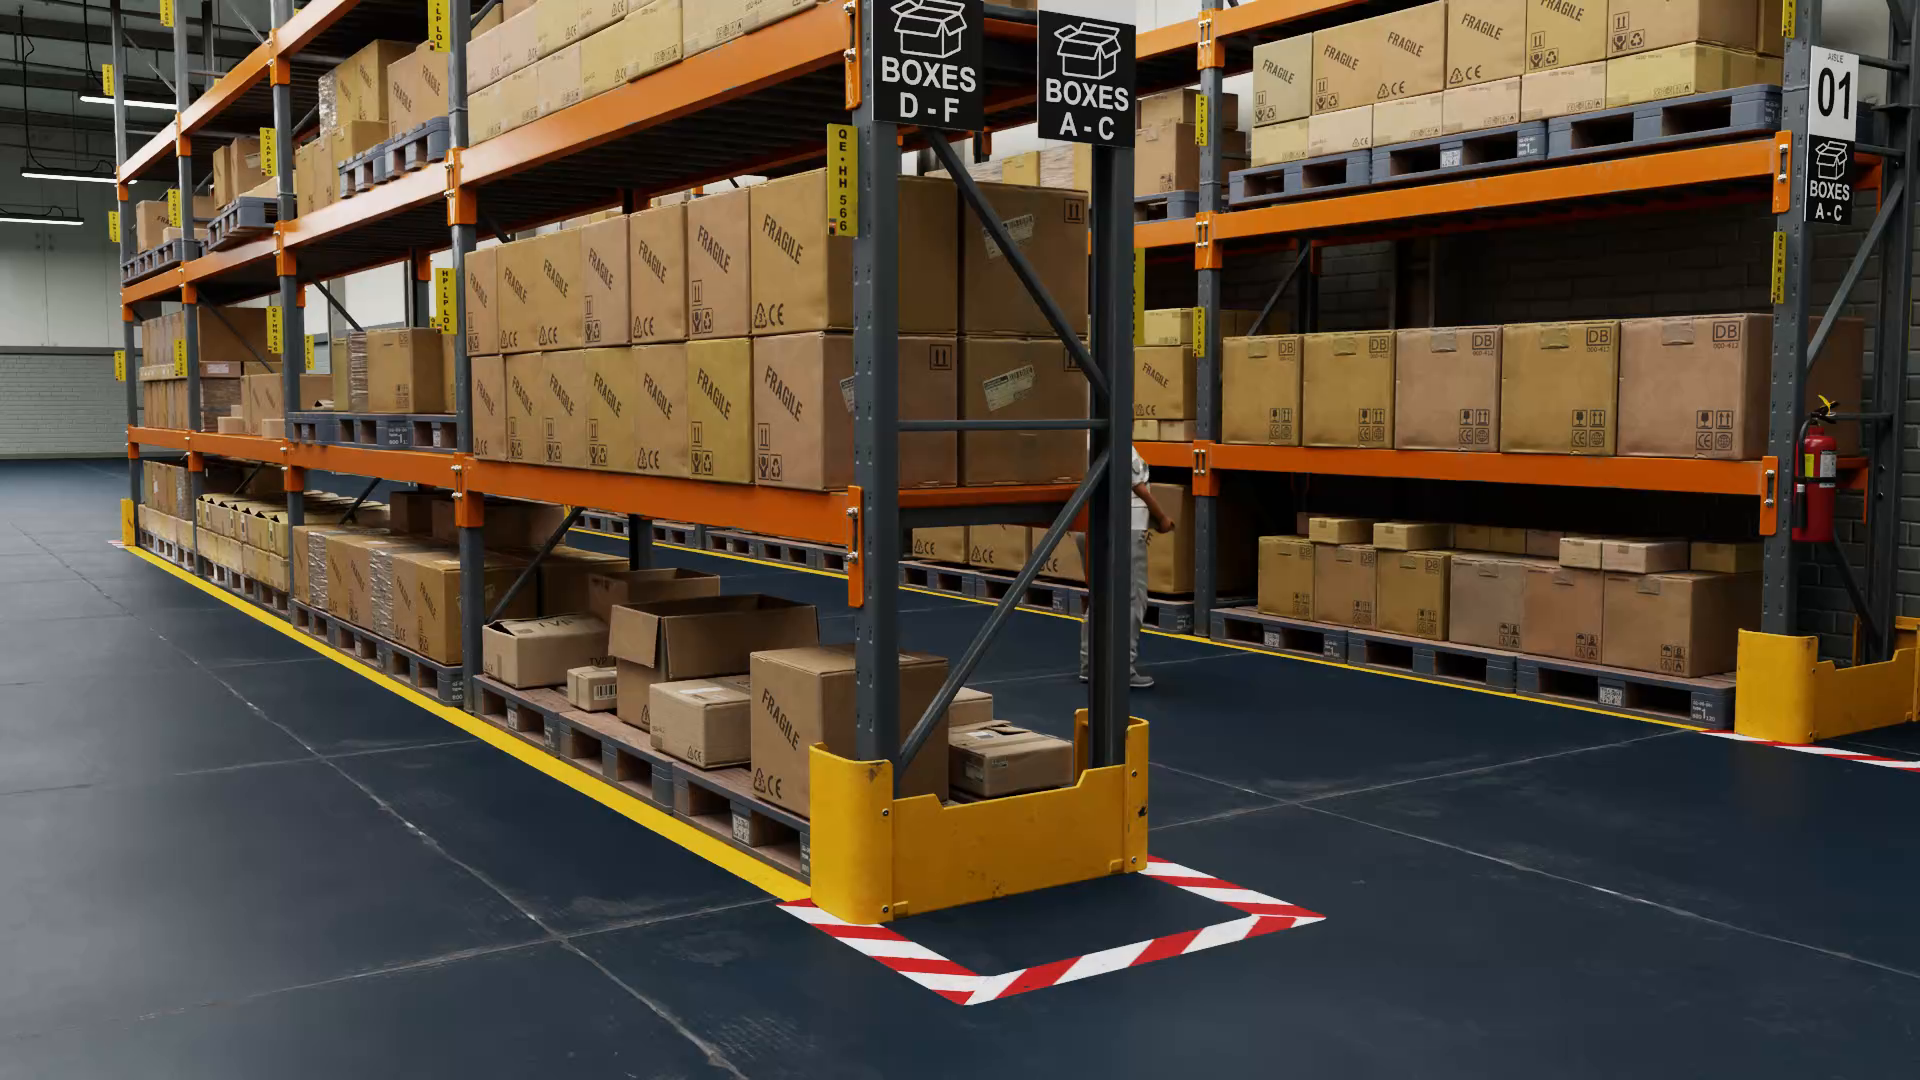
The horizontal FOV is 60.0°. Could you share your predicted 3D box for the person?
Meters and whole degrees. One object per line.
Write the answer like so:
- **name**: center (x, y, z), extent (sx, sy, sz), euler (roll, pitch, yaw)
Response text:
- **person**: center (0.910, -0.015, 9.315), extent (0.535, 1.654, 0.452), euler (-3, 6, -33)
